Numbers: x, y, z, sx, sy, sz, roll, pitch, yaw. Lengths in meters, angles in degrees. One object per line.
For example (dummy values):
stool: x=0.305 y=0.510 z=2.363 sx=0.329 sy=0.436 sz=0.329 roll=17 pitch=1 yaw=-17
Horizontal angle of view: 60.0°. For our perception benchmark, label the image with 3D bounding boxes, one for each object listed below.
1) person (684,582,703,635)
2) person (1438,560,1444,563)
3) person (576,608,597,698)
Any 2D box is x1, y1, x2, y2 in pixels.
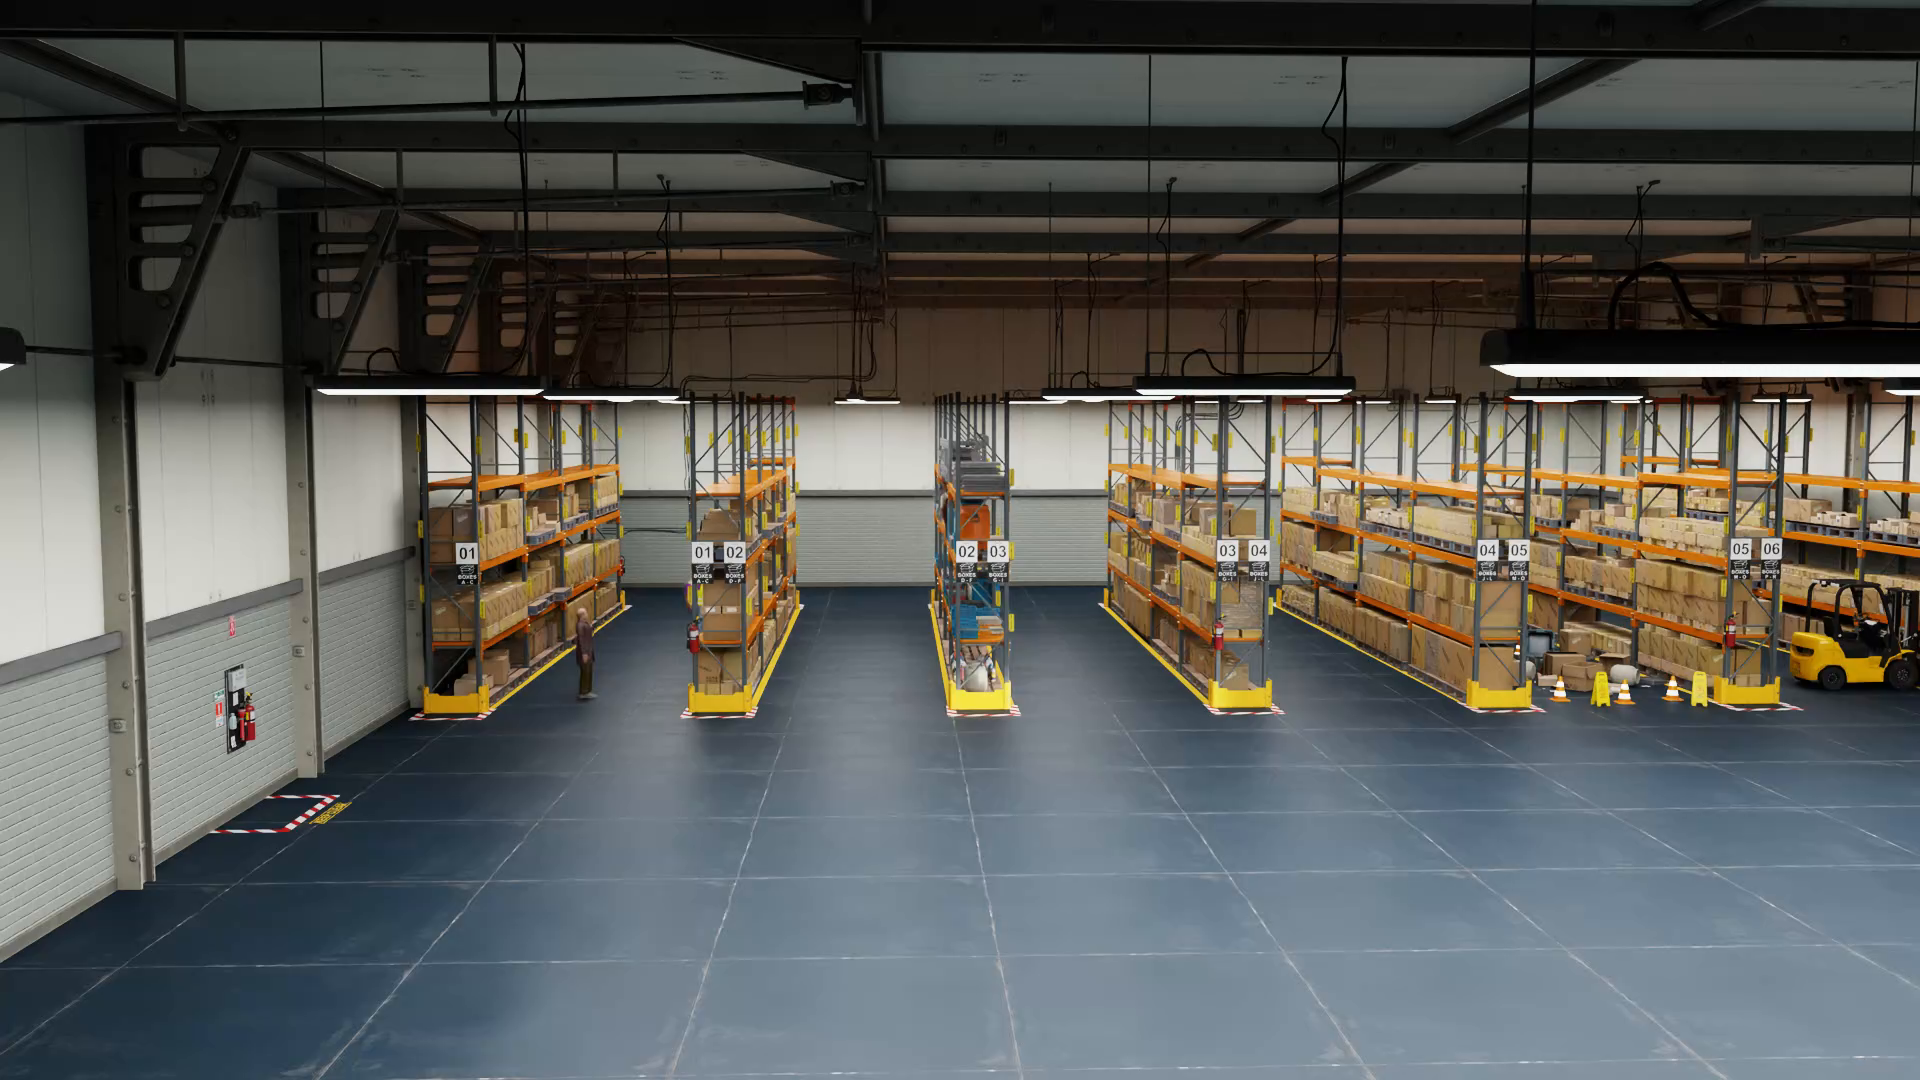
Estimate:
person: x=-6.471 y=1.605 z=40.675 sx=0.514 sy=1.730 sz=1.013 roll=0 pitch=5 yaw=3
person: x=12.809 y=1.368 z=44.150 sx=0.376 sy=1.660 sz=0.501 roll=2 pitch=5 yaw=19
person: x=-7.360 y=2.239 z=32.755 sx=0.462 sy=1.813 sz=0.646 roll=1 pitch=5 yaw=8
